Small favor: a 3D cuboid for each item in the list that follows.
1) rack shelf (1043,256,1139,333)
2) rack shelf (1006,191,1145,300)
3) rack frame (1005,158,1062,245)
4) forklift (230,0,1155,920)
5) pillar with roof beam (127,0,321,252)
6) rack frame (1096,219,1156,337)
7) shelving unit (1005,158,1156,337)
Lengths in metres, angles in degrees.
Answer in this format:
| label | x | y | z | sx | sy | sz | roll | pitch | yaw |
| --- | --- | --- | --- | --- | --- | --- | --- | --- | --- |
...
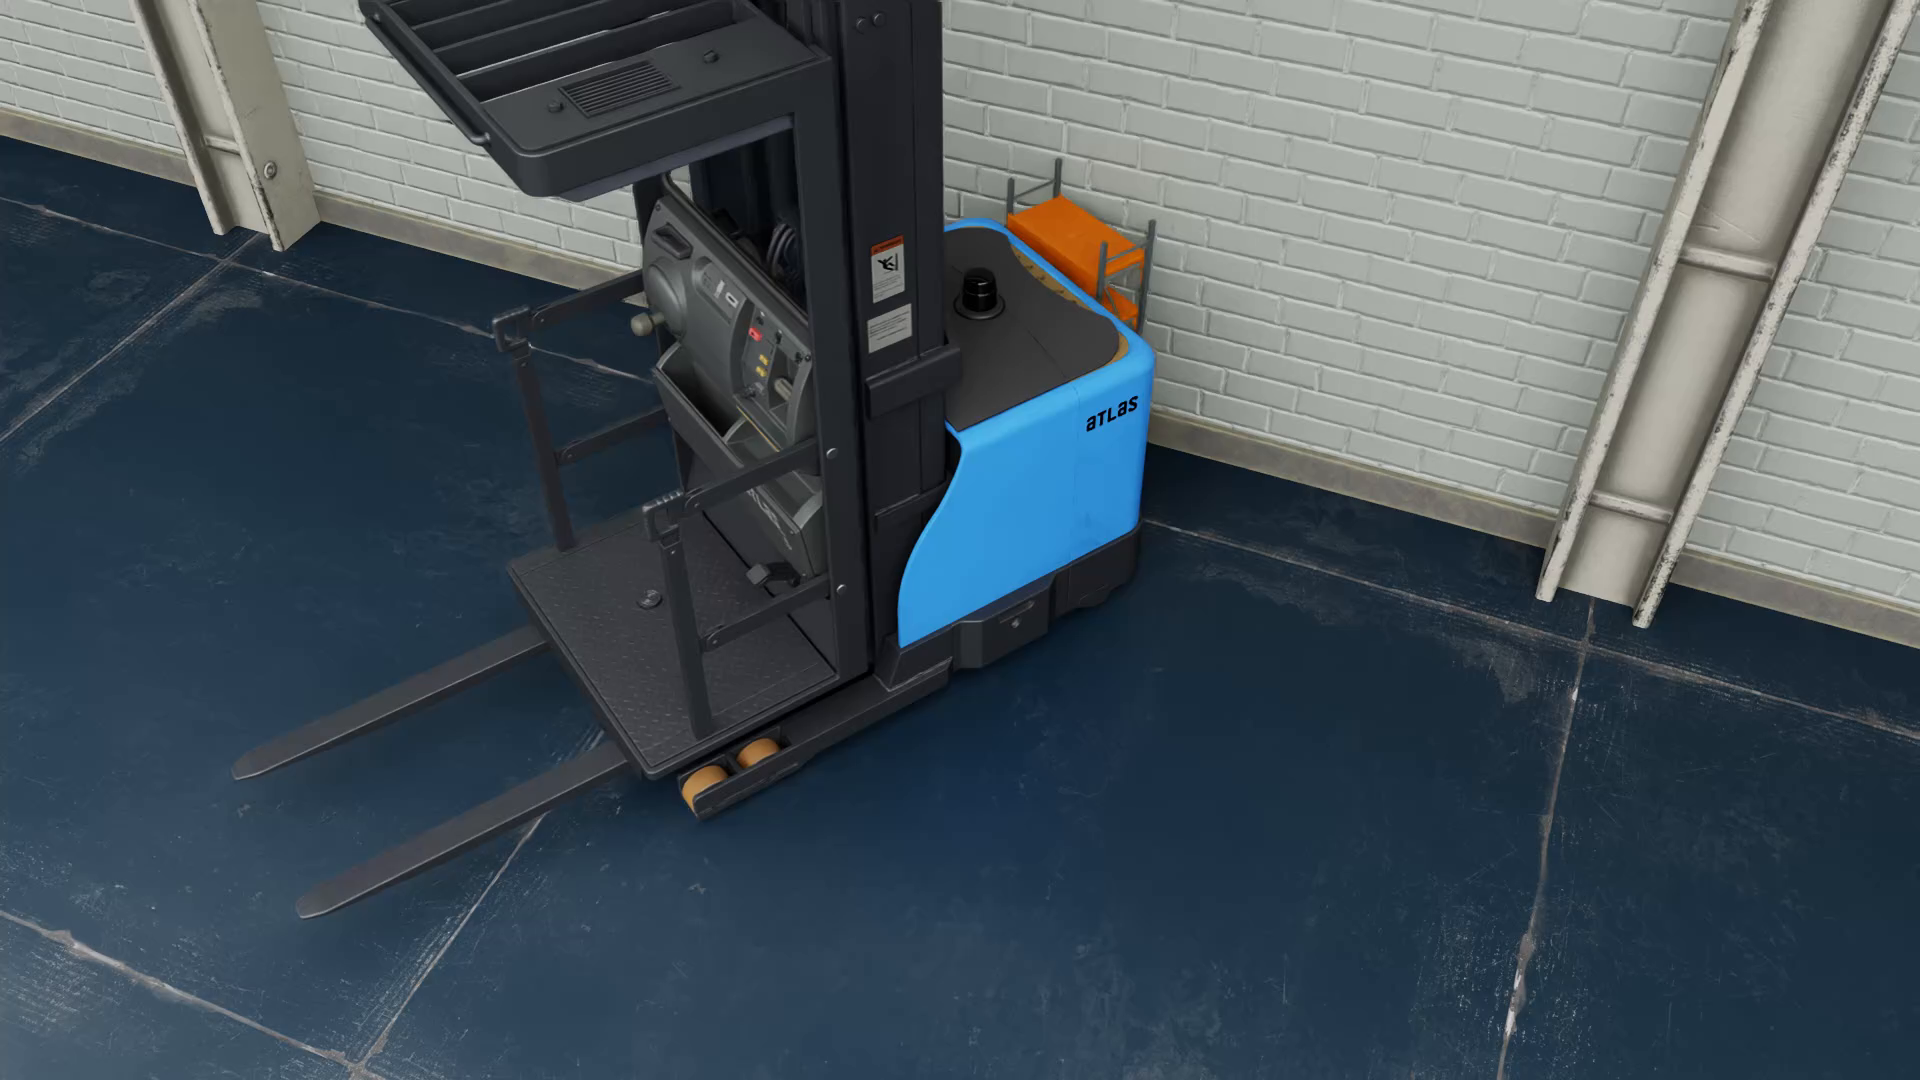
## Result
| label | x | y | z | sx | sy | sz | roll | pitch | yaw |
| --- | --- | --- | --- | --- | --- | --- | --- | --- | --- |
| rack shelf | 0.407 | -0.852 | 6.029 | 0.258 | 0.148 | 0.480 | -28 | 51 | -27 |
| rack shelf | 0.412 | -1.023 | 5.865 | 0.258 | 0.148 | 0.480 | -28 | 51 | -27 |
| rack frame | 0.252 | -0.875 | 6.274 | 0.240 | 1.200 | 0.015 | -28 | 51 | -27 |
| forklift | -0.856 | -0.579 | 4.754 | 3.031 | 2.935 | 1.130 | -26 | 50 | -24 |
| pillar with roof beam | -4.864 | -1.853 | 1.732 | 0.400 | 9.000 | 9.100 | 16 | 47 | 16 |
| rack frame | 0.554 | -0.604 | 6.001 | 0.240 | 1.200 | 0.015 | -28 | 51 | -27 |
| shelving unit | 0.403 | -0.739 | 6.138 | 0.258 | 1.200 | 0.503 | -28 | 51 | -27 |
